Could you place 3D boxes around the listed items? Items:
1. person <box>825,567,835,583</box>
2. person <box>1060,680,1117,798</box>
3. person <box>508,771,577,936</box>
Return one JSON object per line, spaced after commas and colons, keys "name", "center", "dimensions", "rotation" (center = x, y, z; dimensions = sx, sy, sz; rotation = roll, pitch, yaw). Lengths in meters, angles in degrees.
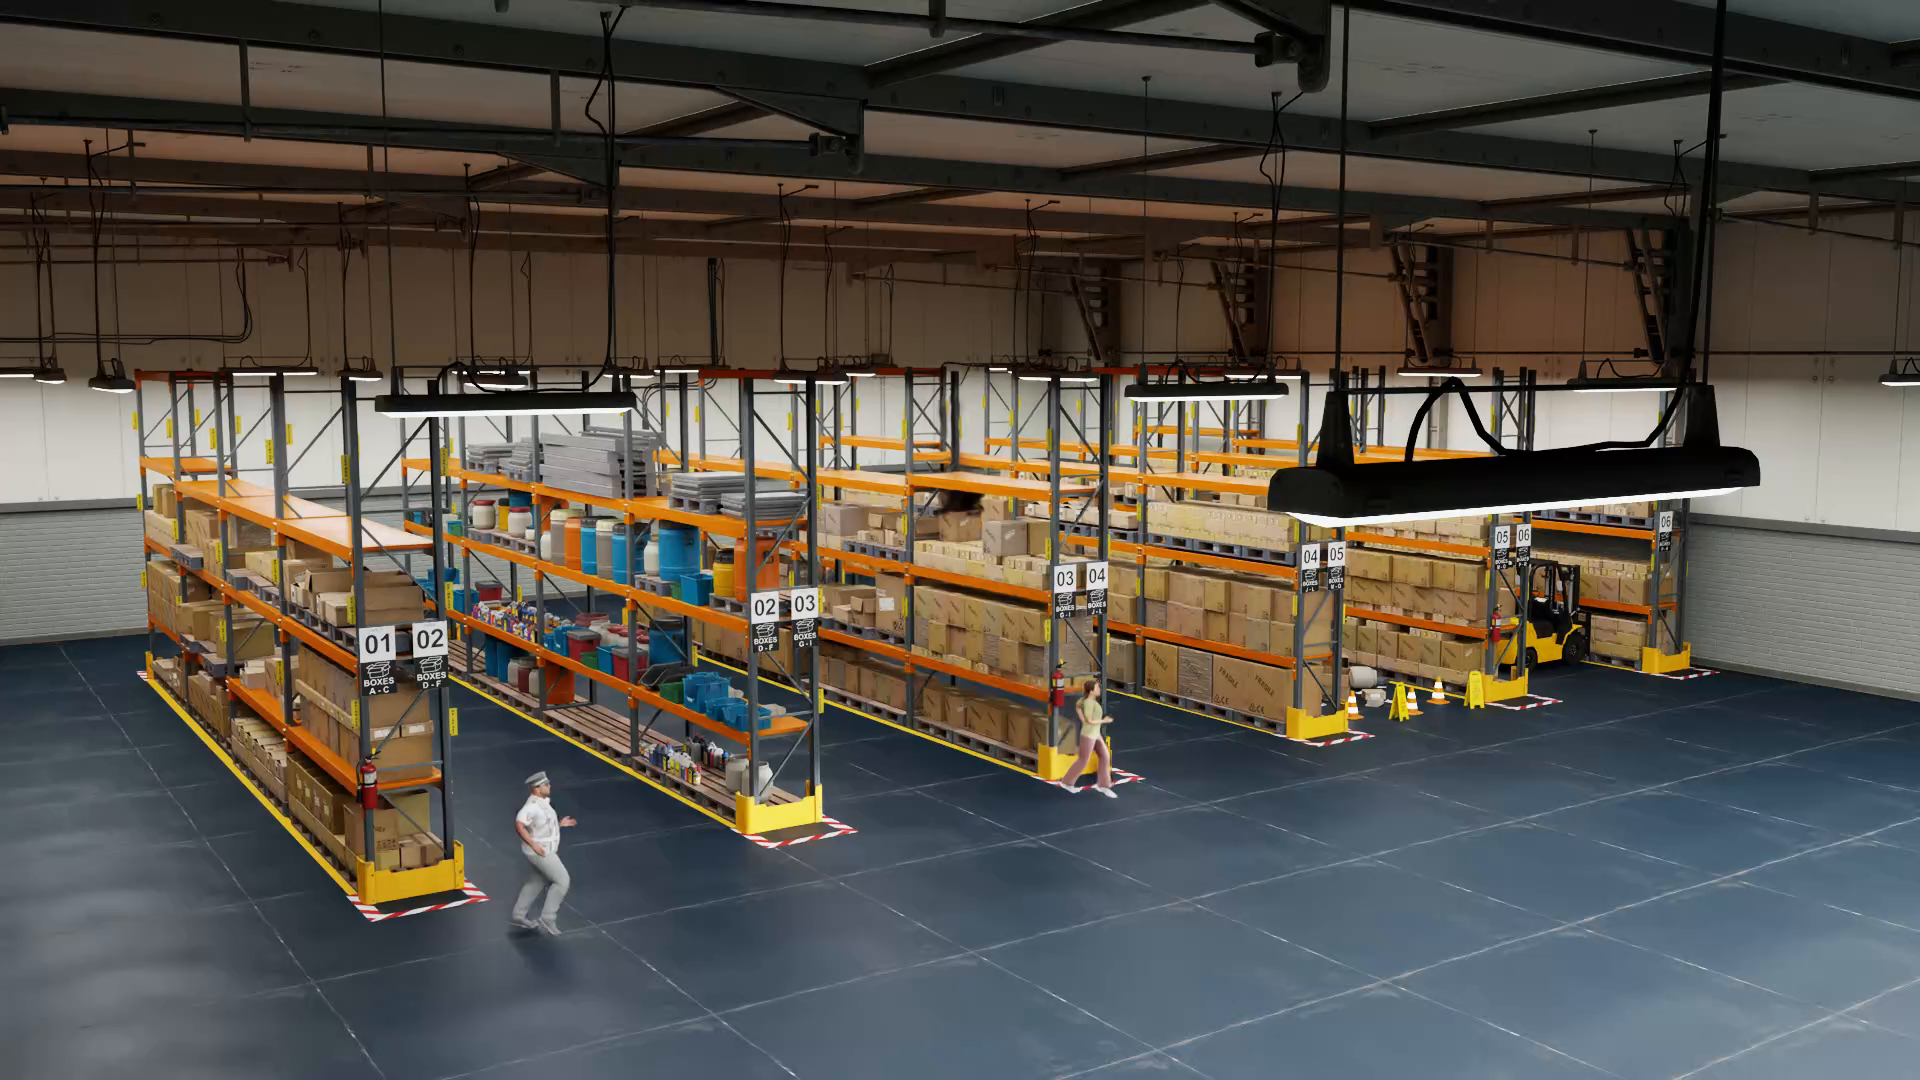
{"name": "person", "center": [-3.298, 0.718, 42.147], "dimensions": [0.575, 1.711, 0.715], "rotation": [0, 6, 4]}
{"name": "person", "center": [1.821, 2.829, 23.630], "dimensions": [0.810, 1.710, 0.565], "rotation": [2, 7, 13]}
{"name": "person", "center": [-4.557, 3.425, 18.163], "dimensions": [0.753, 1.836, 0.636], "rotation": [-2, 7, -16]}
